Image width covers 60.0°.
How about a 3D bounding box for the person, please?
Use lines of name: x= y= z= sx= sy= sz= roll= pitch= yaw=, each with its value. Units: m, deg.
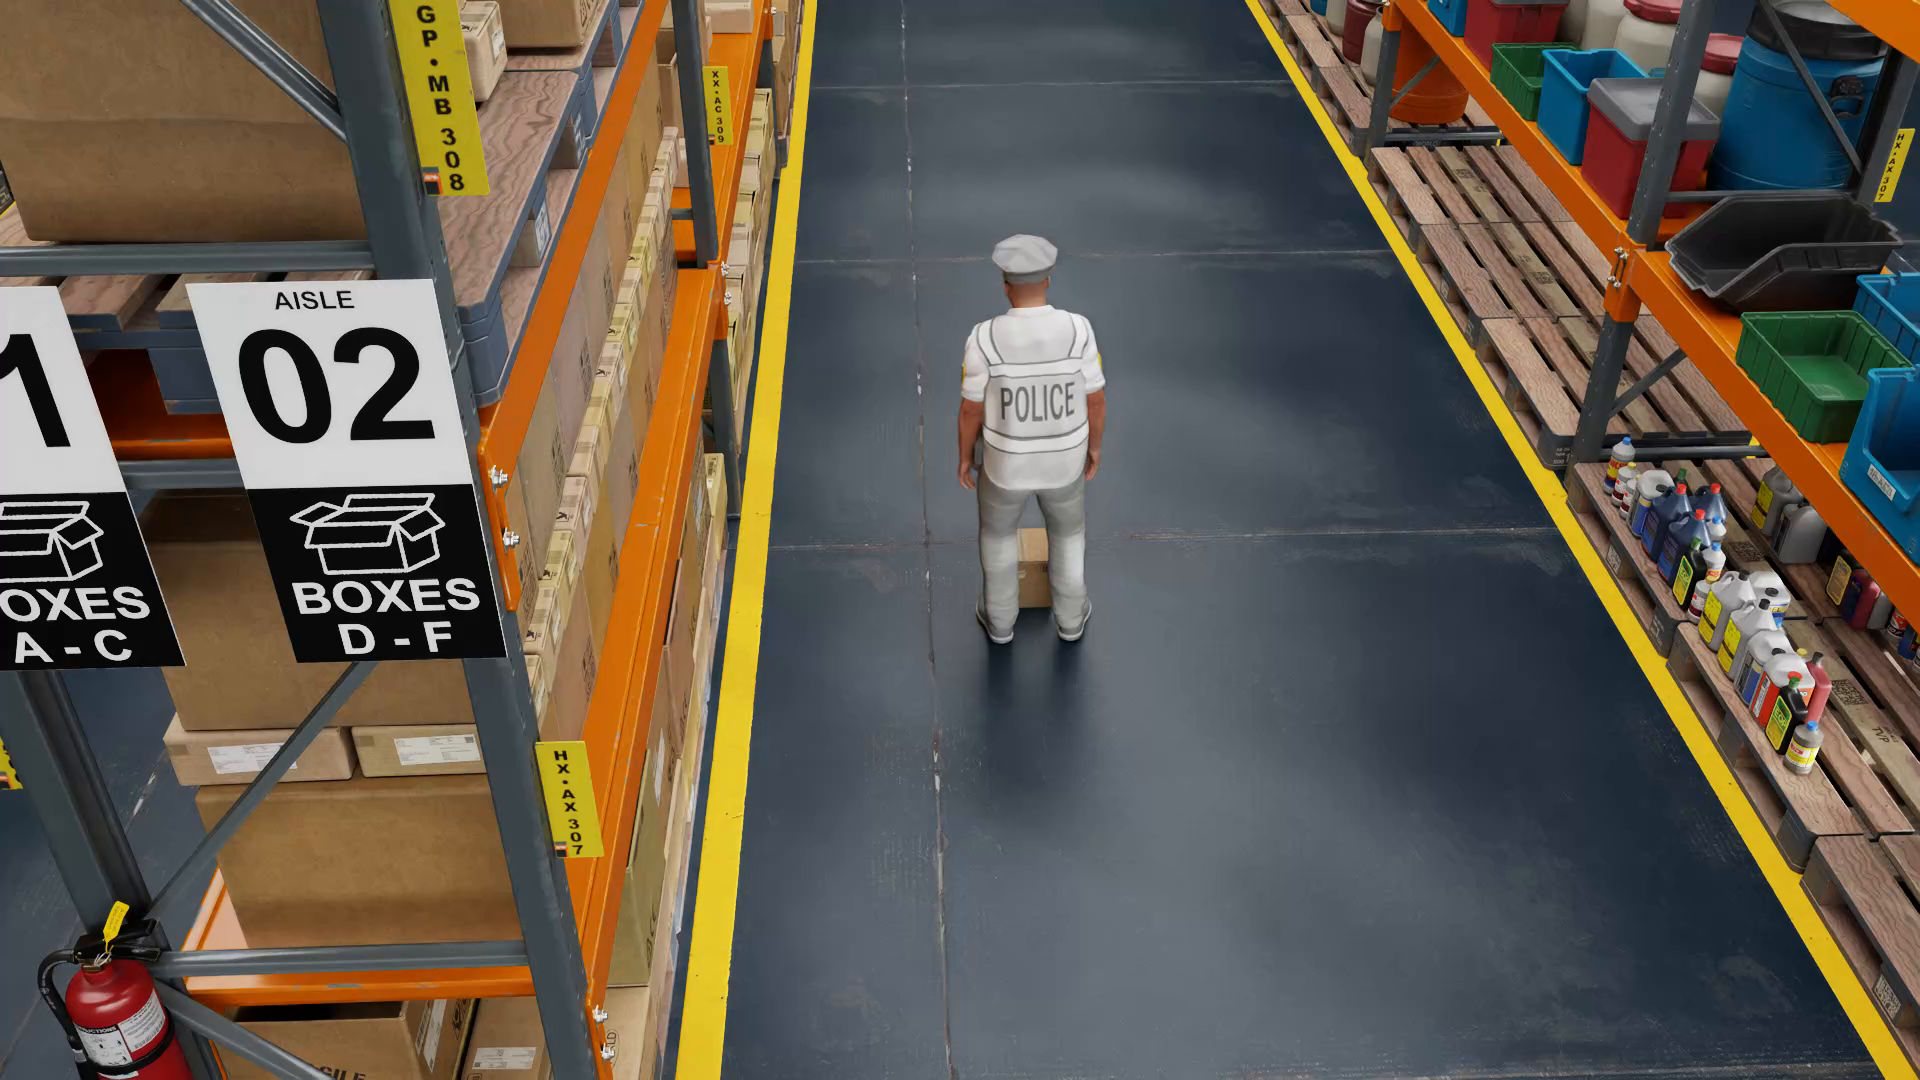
person: x=0.285 y=-0.335 z=6.617 sx=0.598 sy=1.747 sz=0.447 roll=-3 pitch=35 yaw=-5
